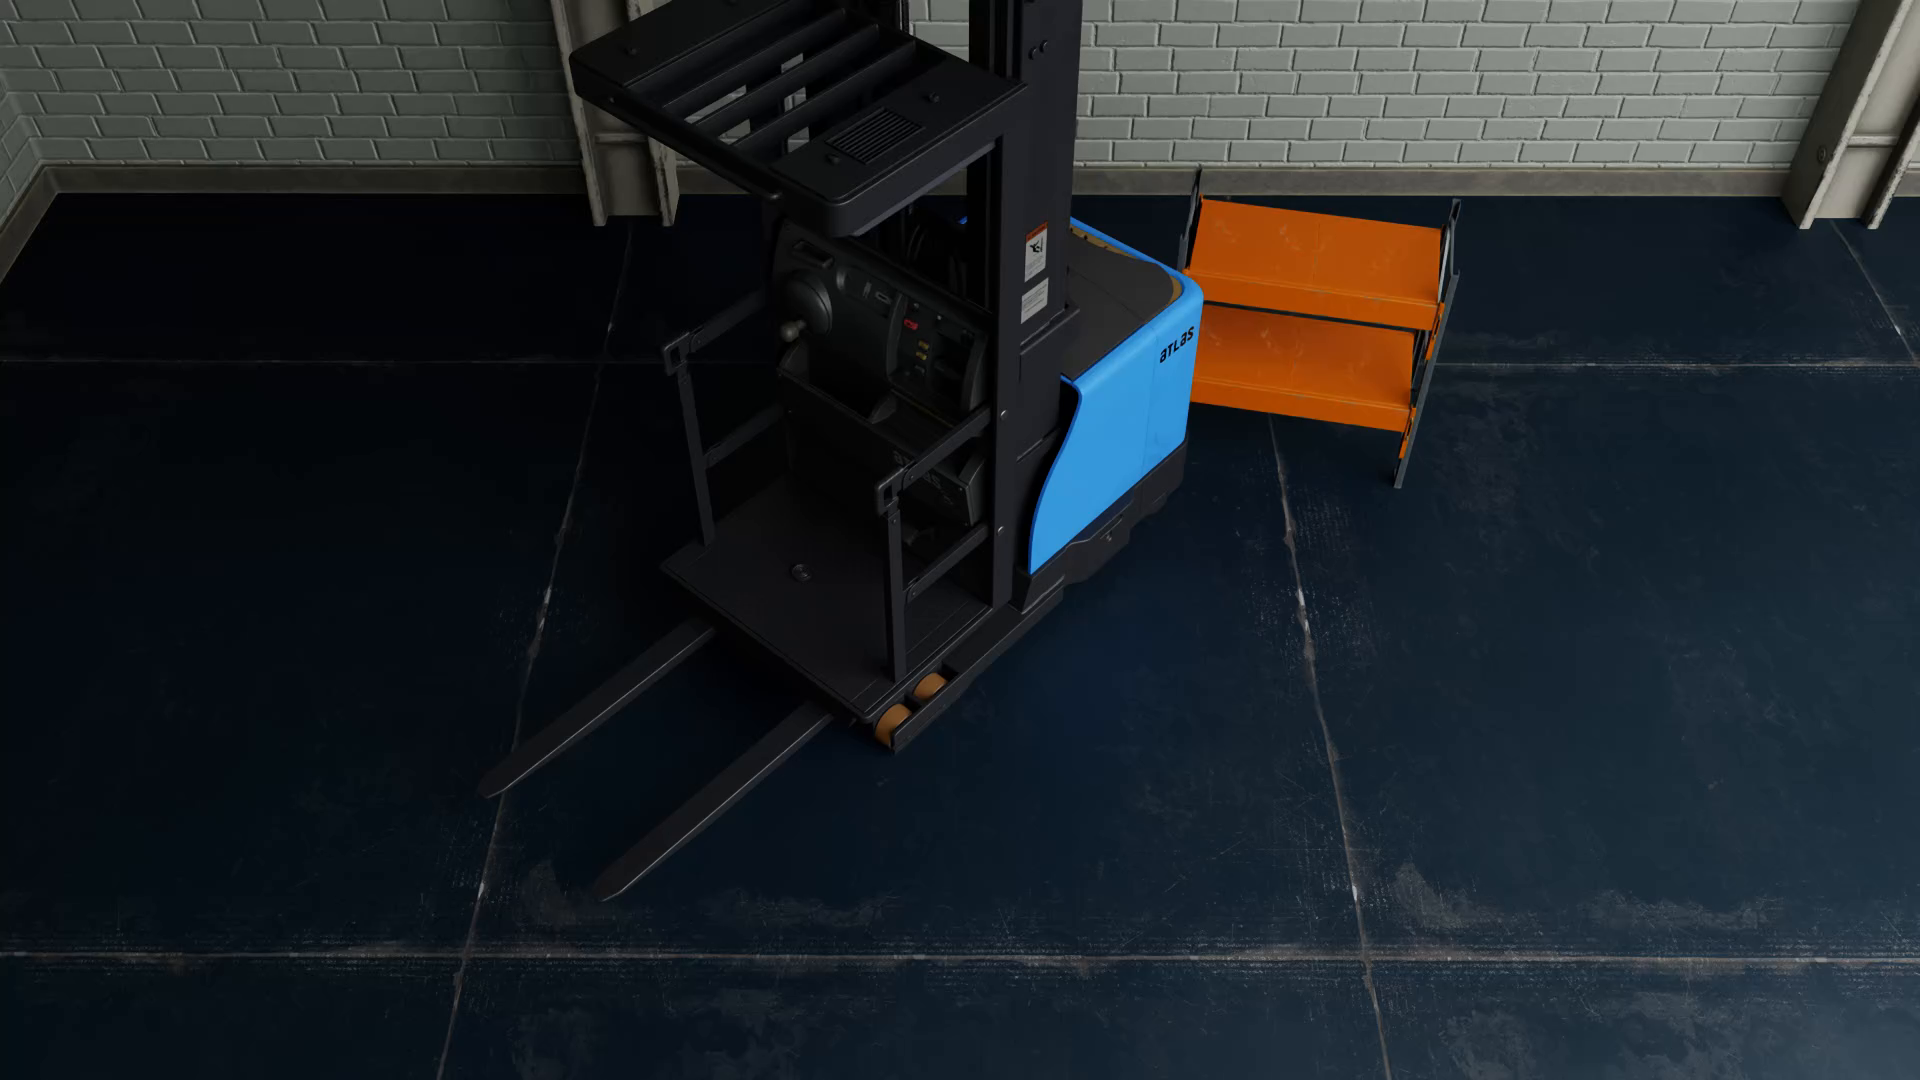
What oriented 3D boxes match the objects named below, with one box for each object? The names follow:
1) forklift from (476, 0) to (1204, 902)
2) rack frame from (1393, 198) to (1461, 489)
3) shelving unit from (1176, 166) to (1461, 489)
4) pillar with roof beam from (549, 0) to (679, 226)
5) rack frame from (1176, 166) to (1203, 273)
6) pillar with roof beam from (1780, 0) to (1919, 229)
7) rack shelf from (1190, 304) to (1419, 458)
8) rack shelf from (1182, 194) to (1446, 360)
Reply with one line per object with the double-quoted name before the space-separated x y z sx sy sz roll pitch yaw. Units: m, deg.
"forklift" -0.417 -0.655 5.438 1.130 2.935 3.031 33 55 27
"rack frame" 1.902 -0.781 6.789 0.032 1.125 0.500 9 48 8
"shelving unit" 1.405 -0.860 6.863 1.048 1.125 0.538 9 48 8
"pillar with roof beam" -1.645 -1.592 2.165 0.400 9.000 9.100 0 47 0
"rack frame" 0.909 -0.940 6.937 0.032 1.125 0.500 9 48 8
"pillar with roof beam" 4.355 -1.576 2.150 0.400 9.000 9.100 0 47 0
"rack shelf" 1.405 -0.694 7.042 1.000 0.278 0.538 9 48 8
"rack shelf" 1.405 -1.060 6.649 1.000 0.278 0.538 9 48 8
